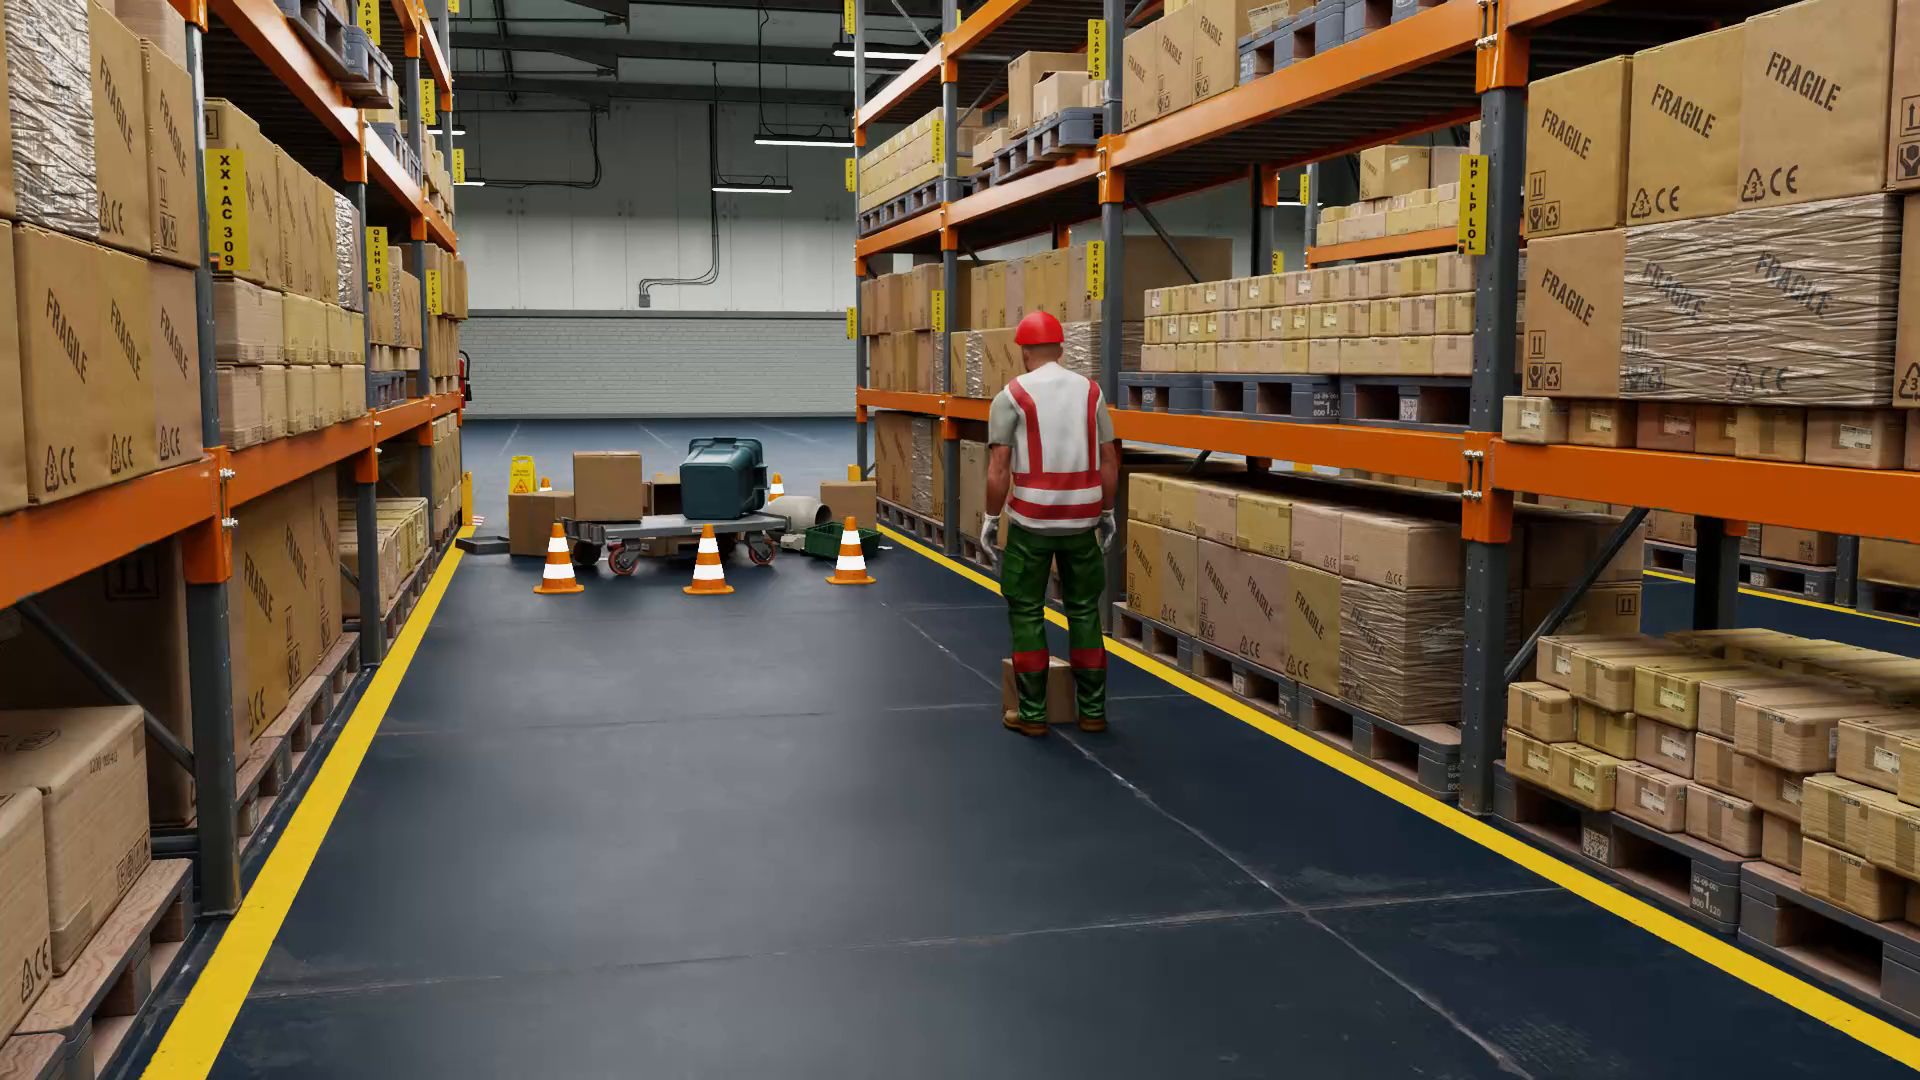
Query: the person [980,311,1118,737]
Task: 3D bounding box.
[{"bbox_3d":[0.378,-0.073,7.014,0.616,1.778,0.453,-2,6,-17],"label":"person"}]
